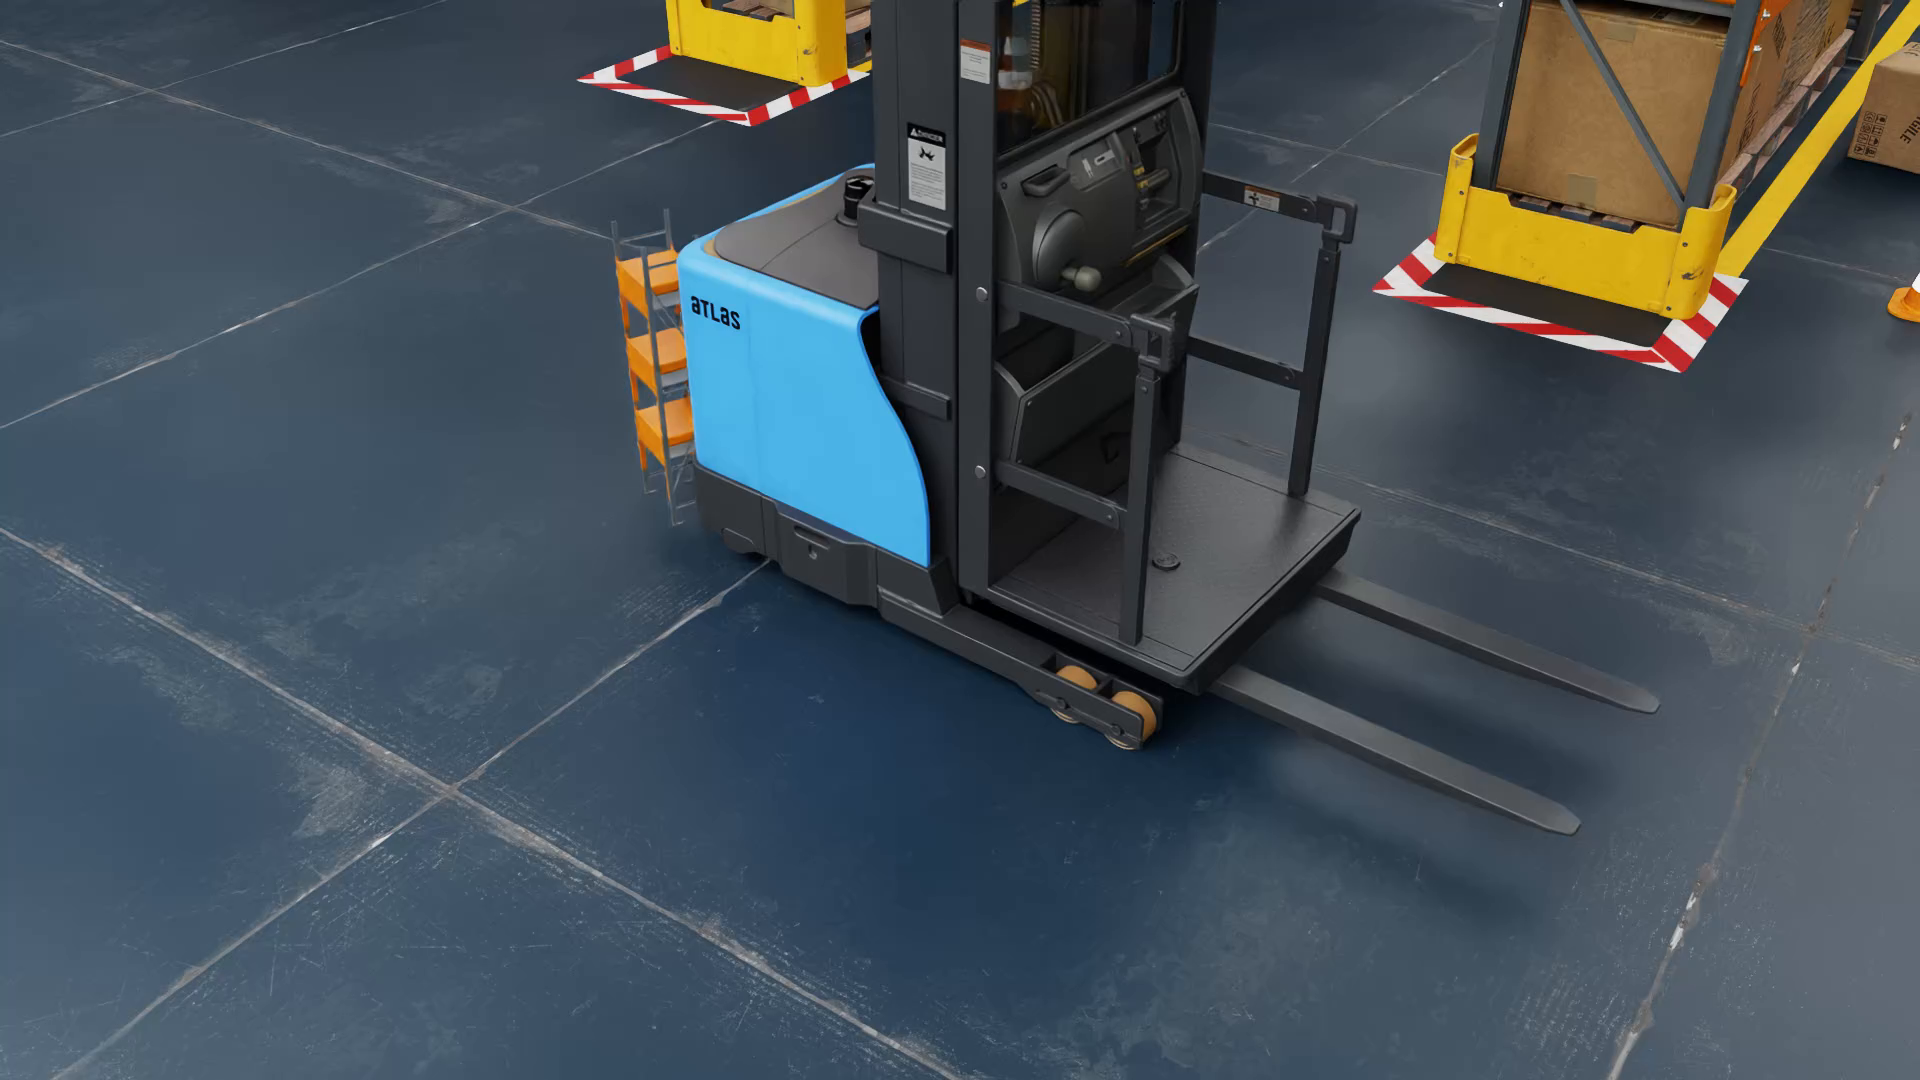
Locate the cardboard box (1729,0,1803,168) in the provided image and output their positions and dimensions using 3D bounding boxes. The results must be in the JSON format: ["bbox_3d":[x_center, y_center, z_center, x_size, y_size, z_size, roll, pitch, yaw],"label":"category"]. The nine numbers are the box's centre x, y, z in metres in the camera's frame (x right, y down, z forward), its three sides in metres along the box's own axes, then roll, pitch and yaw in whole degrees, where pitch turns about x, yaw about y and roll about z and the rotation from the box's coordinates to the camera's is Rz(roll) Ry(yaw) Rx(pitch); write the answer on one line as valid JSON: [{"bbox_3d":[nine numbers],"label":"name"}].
[{"bbox_3d":[3.590,-2.483,8.266,0.875,0.875,0.875,21,39,27],"label":"cardboard box"}]

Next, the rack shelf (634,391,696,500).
[{"bbox_3d":[-0.984,-0.332,5.818,0.215,0.259,0.240,-19,39,-26],"label":"rack shelf"}]

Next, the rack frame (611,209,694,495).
[{"bbox_3d":[-1.049,-0.629,5.742,0.200,1.050,0.008,-19,39,-26],"label":"rack frame"}]

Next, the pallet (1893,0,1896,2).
[{"bbox_3d":[6.111,-4.079,11.593,1.003,0.211,1.213,21,39,28],"label":"pallet"}]

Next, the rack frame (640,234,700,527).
[{"bbox_3d":[-0.920,-0.512,5.571,0.200,1.050,0.008,-19,39,-26],"label":"rack frame"}]

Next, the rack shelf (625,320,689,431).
[{"bbox_3d":[-0.984,-0.562,5.662,0.215,0.259,0.240,-19,39,-26],"label":"rack shelf"}]

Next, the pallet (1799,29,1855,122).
[{"bbox_3d":[4.540,-2.811,9.718,1.003,0.211,1.213,21,39,28],"label":"pallet"}]

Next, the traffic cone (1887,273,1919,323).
[{"bbox_3d":[4.227,-1.190,7.097,0.336,0.463,0.334,21,39,28],"label":"traffic cone"}]

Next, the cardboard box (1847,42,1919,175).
[{"bbox_3d":[4.996,-2.215,8.576,0.500,0.500,0.500,29,44,36],"label":"cardboard box"}]

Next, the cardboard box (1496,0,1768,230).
[{"bbox_3d":[3.090,-2.077,7.666,0.875,0.875,0.875,21,40,28],"label":"cardboard box"}]

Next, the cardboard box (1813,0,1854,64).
[{"bbox_3d":[4.622,-3.318,9.500,0.875,0.875,0.875,22,40,29],"label":"cardboard box"}]

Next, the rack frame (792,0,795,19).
[{"bbox_3d":[-1.260,-4.081,9.107,1.000,3.000,0.127,21,39,28],"label":"rack frame"}]

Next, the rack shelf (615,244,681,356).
[{"bbox_3d":[-0.984,-0.797,5.503,0.215,0.259,0.240,-19,39,-26],"label":"rack shelf"}]

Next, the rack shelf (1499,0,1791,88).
[{"bbox_3d":[3.898,-3.073,8.258,1.077,0.370,4.000,21,39,28],"label":"rack shelf"}]

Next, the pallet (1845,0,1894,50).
[{"bbox_3d":[5.416,-3.515,10.760,1.003,0.211,1.213,21,39,28],"label":"pallet"}]

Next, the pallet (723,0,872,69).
[{"bbox_3d":[-0.724,-3.324,10.476,1.003,0.211,1.213,21,39,28],"label":"pallet"}]

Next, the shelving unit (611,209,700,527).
[{"bbox_3d":[-0.984,-0.571,5.656,0.215,1.050,0.252,-19,39,-26],"label":"shelving unit"}]

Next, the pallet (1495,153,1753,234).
[{"bbox_3d":[3.149,-1.688,8.058,1.003,0.211,1.213,21,39,28],"label":"pallet"}]

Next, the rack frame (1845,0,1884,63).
[{"bbox_3d":[5.038,-4.291,9.418,1.000,3.000,0.127,21,39,28],"label":"rack frame"}]

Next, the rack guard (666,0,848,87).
[{"bbox_3d":[-1.217,-3.081,9.859,1.175,0.500,0.348,21,39,28],"label":"rack guard"}]

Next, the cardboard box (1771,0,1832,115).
[{"bbox_3d":[4.111,-2.902,8.885,0.875,0.875,0.875,22,40,29],"label":"cardboard box"}]

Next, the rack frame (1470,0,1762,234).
[{"bbox_3d":[2.757,-2.450,6.696,1.000,3.000,0.127,21,39,28],"label":"rack frame"}]

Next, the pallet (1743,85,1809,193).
[{"bbox_3d":[3.845,-2.247,8.885,1.003,0.211,1.213,21,39,28],"label":"pallet"}]

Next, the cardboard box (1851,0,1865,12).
[{"bbox_3d":[5.318,-3.848,10.395,1.050,0.750,0.750,21,39,28],"label":"cardboard box"}]

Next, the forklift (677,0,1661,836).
[{"bbox_3d":[0.571,-0.943,4.528,3.031,2.935,1.130,23,41,30],"label":"forklift"}]

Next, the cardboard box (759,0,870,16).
[{"bbox_3d":[-0.890,-3.502,10.107,0.500,0.500,0.500,-29,43,-35],"label":"cardboard box"}]

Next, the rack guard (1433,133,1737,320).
[{"bbox_3d":[2.744,-1.404,7.380,1.175,0.500,0.348,21,39,28],"label":"rack guard"}]
